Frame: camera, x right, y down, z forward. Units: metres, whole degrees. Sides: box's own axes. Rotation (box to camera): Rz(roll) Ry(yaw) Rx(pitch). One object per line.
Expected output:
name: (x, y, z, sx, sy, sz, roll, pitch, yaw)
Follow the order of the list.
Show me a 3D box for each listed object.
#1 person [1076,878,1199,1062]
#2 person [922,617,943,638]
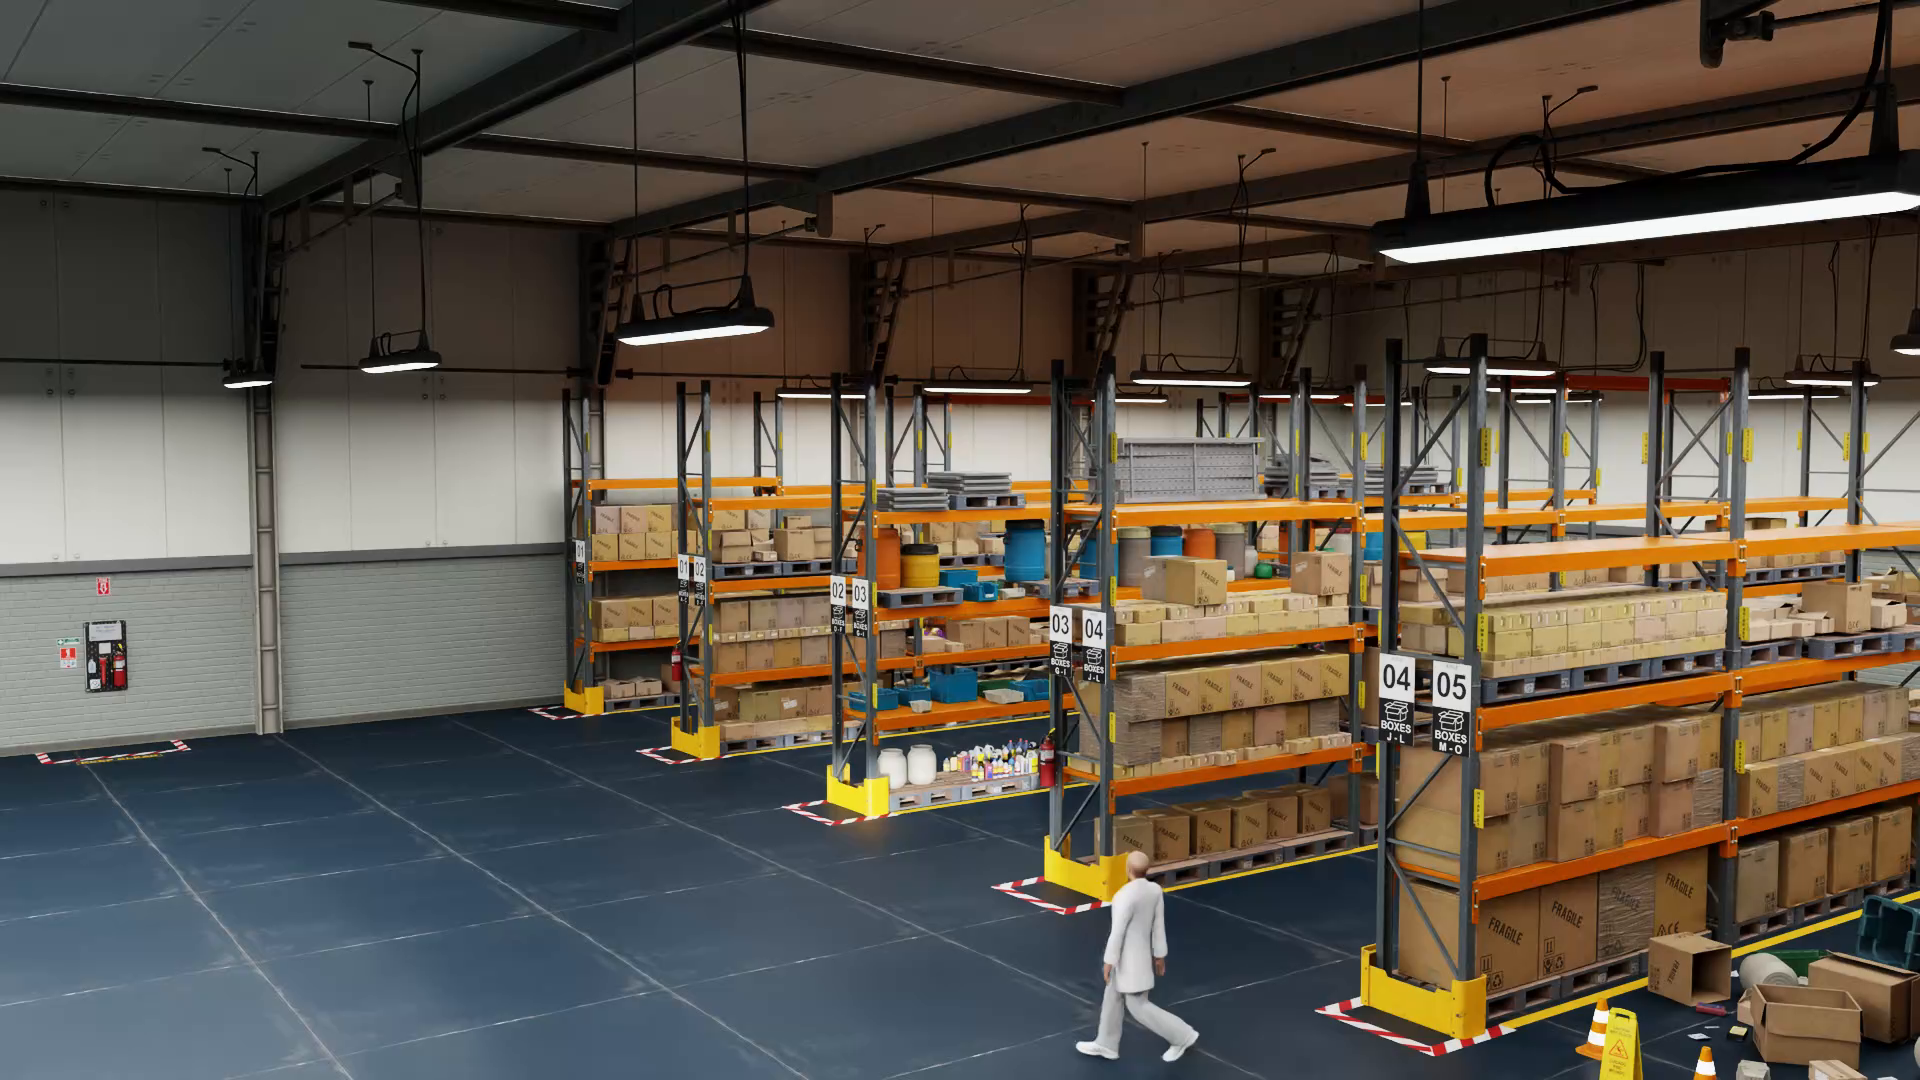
person: (1.451, 3.522, 13.610, 0.996, 1.537, 0.538, 0, 4, 5)
person: (-0.612, 1.845, 31.802, 0.429, 0.867, 0.635, -3, 5, -38)
